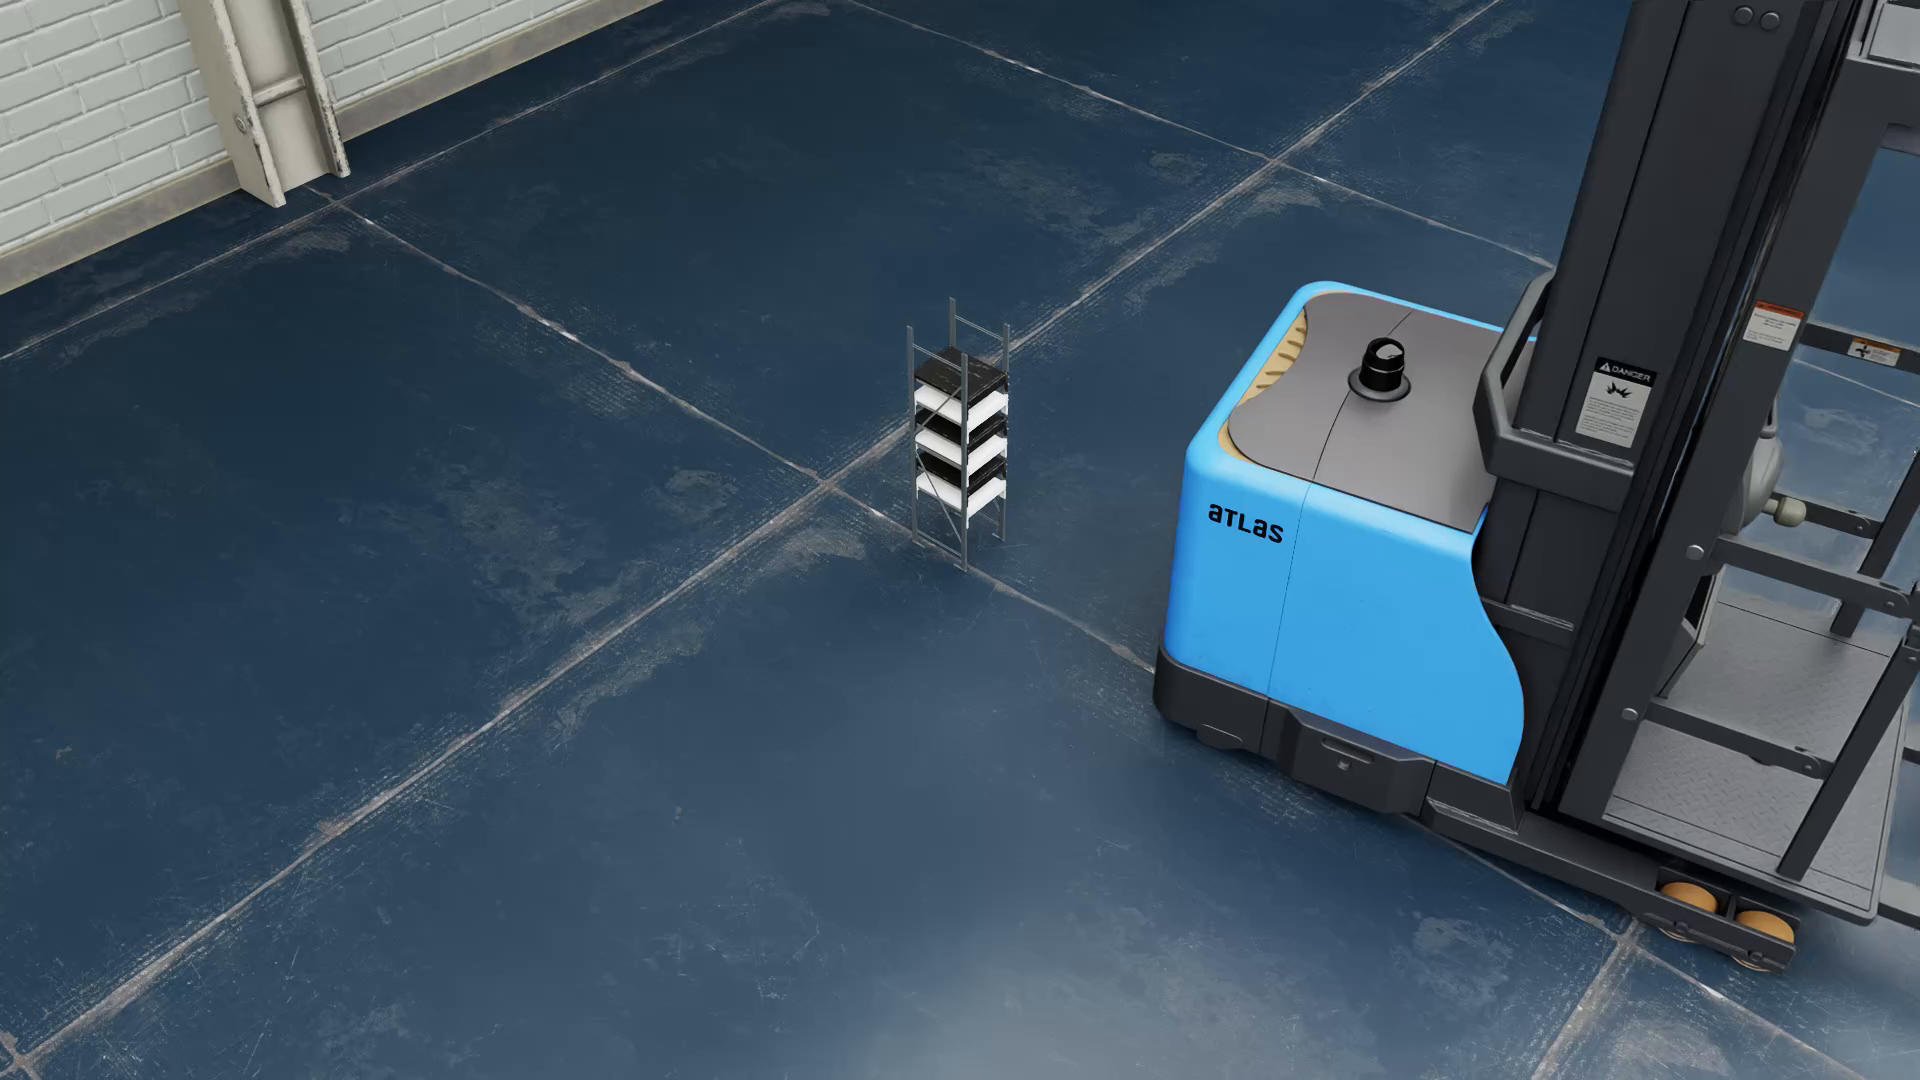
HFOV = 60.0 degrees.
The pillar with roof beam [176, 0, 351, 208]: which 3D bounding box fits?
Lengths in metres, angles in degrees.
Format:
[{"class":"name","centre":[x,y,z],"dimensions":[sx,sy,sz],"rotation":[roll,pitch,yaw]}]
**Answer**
[{"class":"pillar with roof beam","centre":[0.274,-3.104,2.475],"dimensions":[9.100,9.000,0.400],"rotation":[29,50,28]}]

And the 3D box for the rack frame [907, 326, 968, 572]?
[{"class":"rack frame","centre":[-0.071,-0.276,5.385],"dimensions":[0.240,0.900,0.006],"rotation":[29,50,28]}]

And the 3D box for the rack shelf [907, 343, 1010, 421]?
[{"class":"rack shelf","centre":[-0.005,-0.504,5.283],"dimensions":[0.258,0.077,0.200],"rotation":[29,50,28]}]

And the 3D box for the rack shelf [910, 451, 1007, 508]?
[{"class":"rack shelf","centre":[-0.005,-0.238,5.526],"dimensions":[0.258,0.077,0.200],"rotation":[29,50,28]}]

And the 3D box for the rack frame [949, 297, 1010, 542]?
[{"class":"rack frame","centre":[0.060,-0.381,5.500],"dimensions":[0.240,0.900,0.006],"rotation":[29,50,28]}]

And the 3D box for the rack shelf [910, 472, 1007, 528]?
[{"class":"rack shelf","centre":[-0.005,-0.171,5.586],"dimensions":[0.258,0.077,0.200],"rotation":[29,50,28]}]

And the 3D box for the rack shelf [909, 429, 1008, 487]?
[{"class":"rack shelf","centre":[-0.005,-0.304,5.465],"dimensions":[0.258,0.077,0.200],"rotation":[29,50,28]}]

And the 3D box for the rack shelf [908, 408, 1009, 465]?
[{"class":"rack shelf","centre":[-0.005,-0.371,5.405],"dimensions":[0.258,0.077,0.200],"rotation":[29,50,28]}]

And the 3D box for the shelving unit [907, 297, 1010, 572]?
[{"class":"shelving unit","centre":[-0.005,-0.329,5.443],"dimensions":[0.258,0.900,0.210],"rotation":[29,50,28]}]

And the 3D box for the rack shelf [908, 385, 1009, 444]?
[{"class":"rack shelf","centre":[-0.005,-0.437,5.344],"dimensions":[0.258,0.077,0.200],"rotation":[29,50,28]}]

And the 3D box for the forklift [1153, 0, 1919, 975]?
[{"class":"forklift","centre":[2.135,-0.338,3.943],"dimensions":[3.031,2.935,1.130],"rotation":[20,46,21]}]
